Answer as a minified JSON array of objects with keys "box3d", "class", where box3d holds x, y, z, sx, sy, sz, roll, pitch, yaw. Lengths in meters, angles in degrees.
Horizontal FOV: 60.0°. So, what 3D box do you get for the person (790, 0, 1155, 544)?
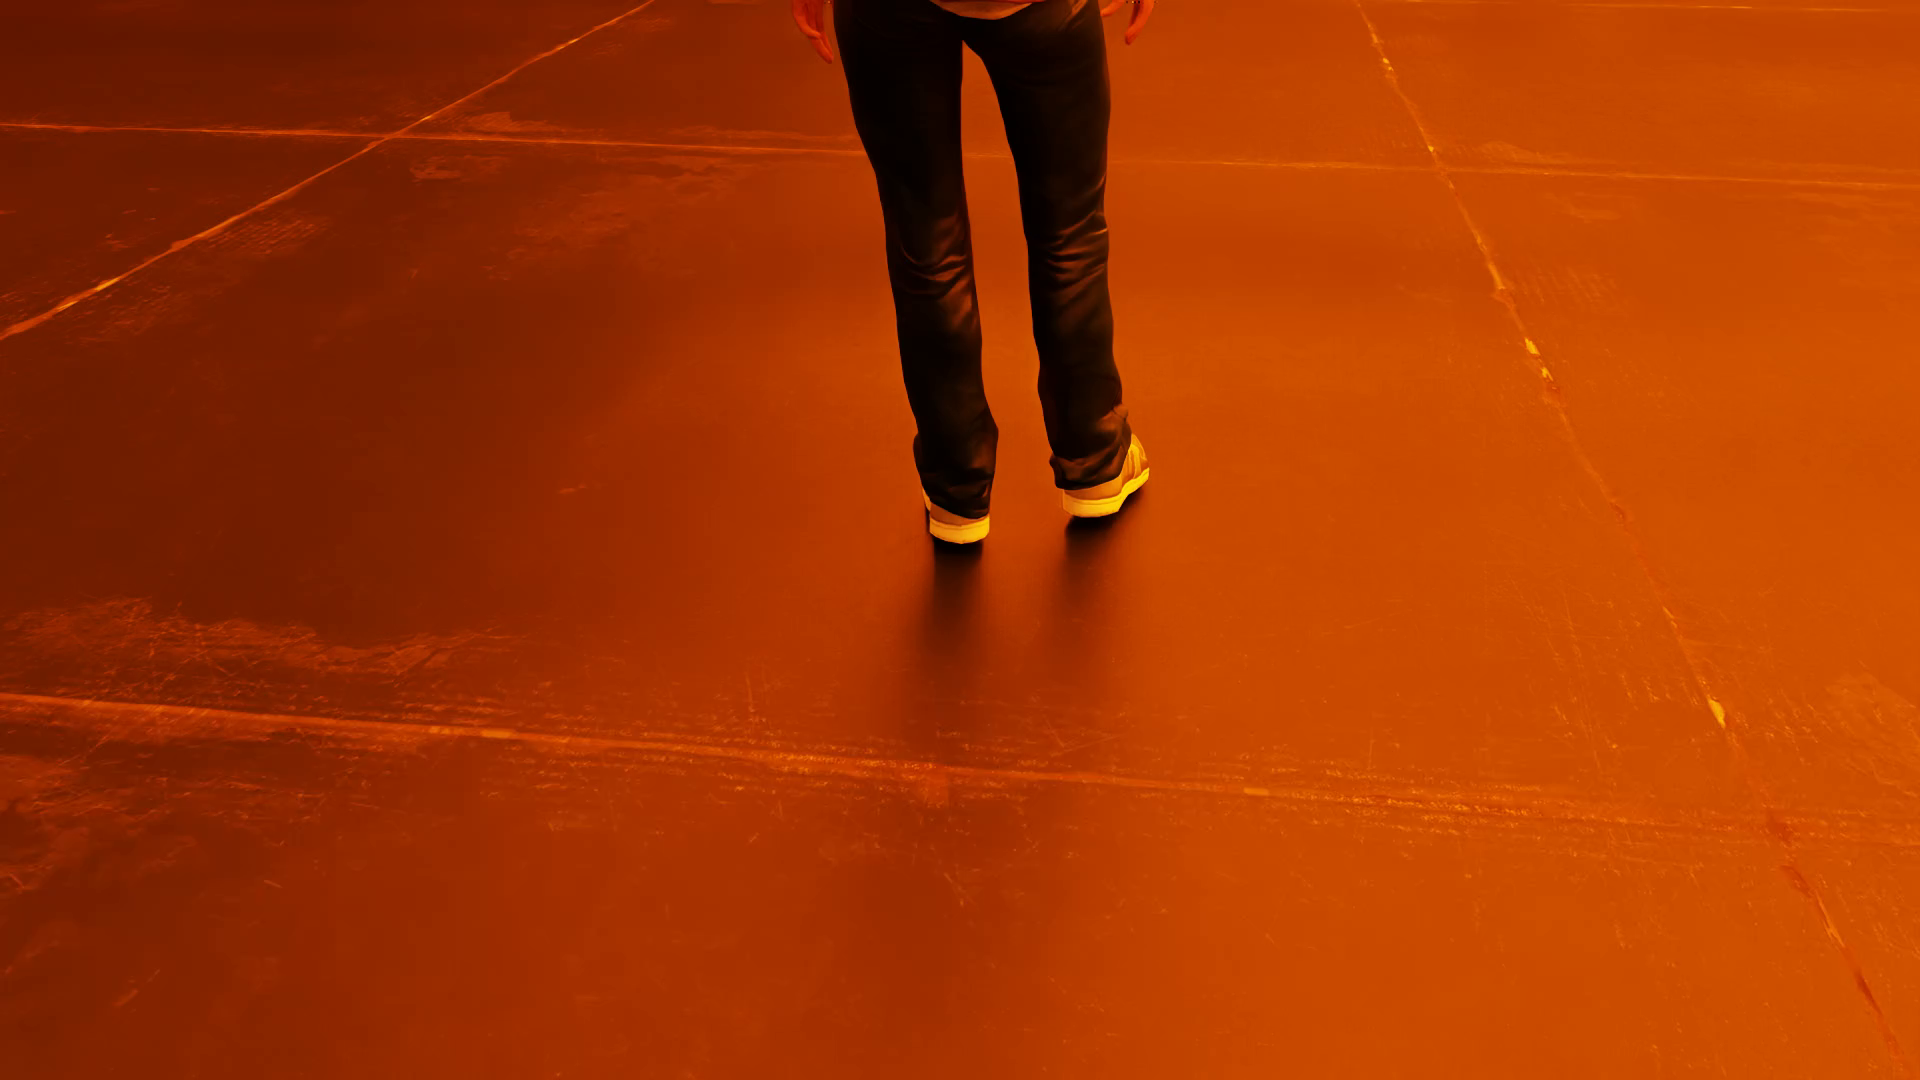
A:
[{"box3d":[0.024,-0.754,2.205,0.520,1.599,0.473,3,27,7],"class":"person"}]
